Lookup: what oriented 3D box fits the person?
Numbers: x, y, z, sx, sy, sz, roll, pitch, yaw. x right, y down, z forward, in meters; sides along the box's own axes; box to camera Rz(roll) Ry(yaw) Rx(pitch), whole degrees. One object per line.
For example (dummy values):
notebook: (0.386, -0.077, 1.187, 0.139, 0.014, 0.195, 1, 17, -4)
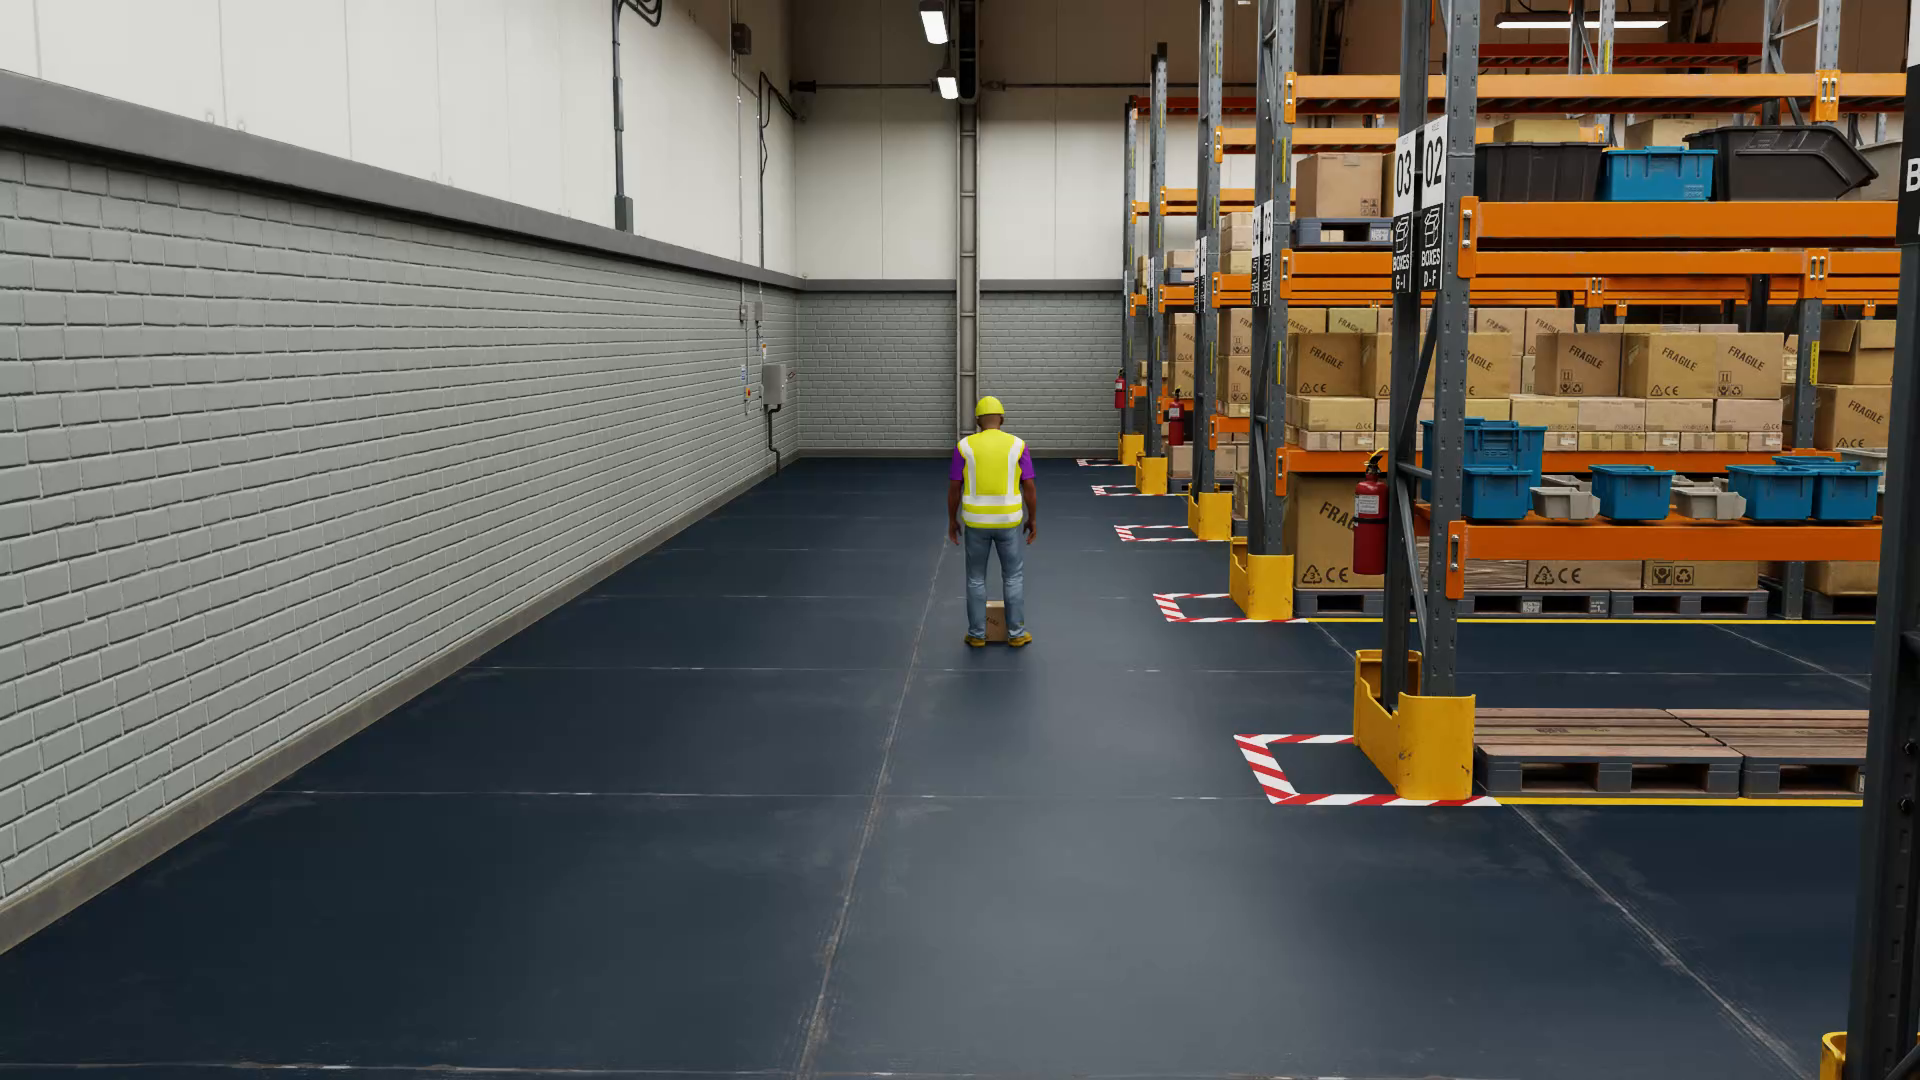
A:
person: (0.231, -0.132, 11.746, 0.629, 1.761, 0.462, 0, 7, 1)
